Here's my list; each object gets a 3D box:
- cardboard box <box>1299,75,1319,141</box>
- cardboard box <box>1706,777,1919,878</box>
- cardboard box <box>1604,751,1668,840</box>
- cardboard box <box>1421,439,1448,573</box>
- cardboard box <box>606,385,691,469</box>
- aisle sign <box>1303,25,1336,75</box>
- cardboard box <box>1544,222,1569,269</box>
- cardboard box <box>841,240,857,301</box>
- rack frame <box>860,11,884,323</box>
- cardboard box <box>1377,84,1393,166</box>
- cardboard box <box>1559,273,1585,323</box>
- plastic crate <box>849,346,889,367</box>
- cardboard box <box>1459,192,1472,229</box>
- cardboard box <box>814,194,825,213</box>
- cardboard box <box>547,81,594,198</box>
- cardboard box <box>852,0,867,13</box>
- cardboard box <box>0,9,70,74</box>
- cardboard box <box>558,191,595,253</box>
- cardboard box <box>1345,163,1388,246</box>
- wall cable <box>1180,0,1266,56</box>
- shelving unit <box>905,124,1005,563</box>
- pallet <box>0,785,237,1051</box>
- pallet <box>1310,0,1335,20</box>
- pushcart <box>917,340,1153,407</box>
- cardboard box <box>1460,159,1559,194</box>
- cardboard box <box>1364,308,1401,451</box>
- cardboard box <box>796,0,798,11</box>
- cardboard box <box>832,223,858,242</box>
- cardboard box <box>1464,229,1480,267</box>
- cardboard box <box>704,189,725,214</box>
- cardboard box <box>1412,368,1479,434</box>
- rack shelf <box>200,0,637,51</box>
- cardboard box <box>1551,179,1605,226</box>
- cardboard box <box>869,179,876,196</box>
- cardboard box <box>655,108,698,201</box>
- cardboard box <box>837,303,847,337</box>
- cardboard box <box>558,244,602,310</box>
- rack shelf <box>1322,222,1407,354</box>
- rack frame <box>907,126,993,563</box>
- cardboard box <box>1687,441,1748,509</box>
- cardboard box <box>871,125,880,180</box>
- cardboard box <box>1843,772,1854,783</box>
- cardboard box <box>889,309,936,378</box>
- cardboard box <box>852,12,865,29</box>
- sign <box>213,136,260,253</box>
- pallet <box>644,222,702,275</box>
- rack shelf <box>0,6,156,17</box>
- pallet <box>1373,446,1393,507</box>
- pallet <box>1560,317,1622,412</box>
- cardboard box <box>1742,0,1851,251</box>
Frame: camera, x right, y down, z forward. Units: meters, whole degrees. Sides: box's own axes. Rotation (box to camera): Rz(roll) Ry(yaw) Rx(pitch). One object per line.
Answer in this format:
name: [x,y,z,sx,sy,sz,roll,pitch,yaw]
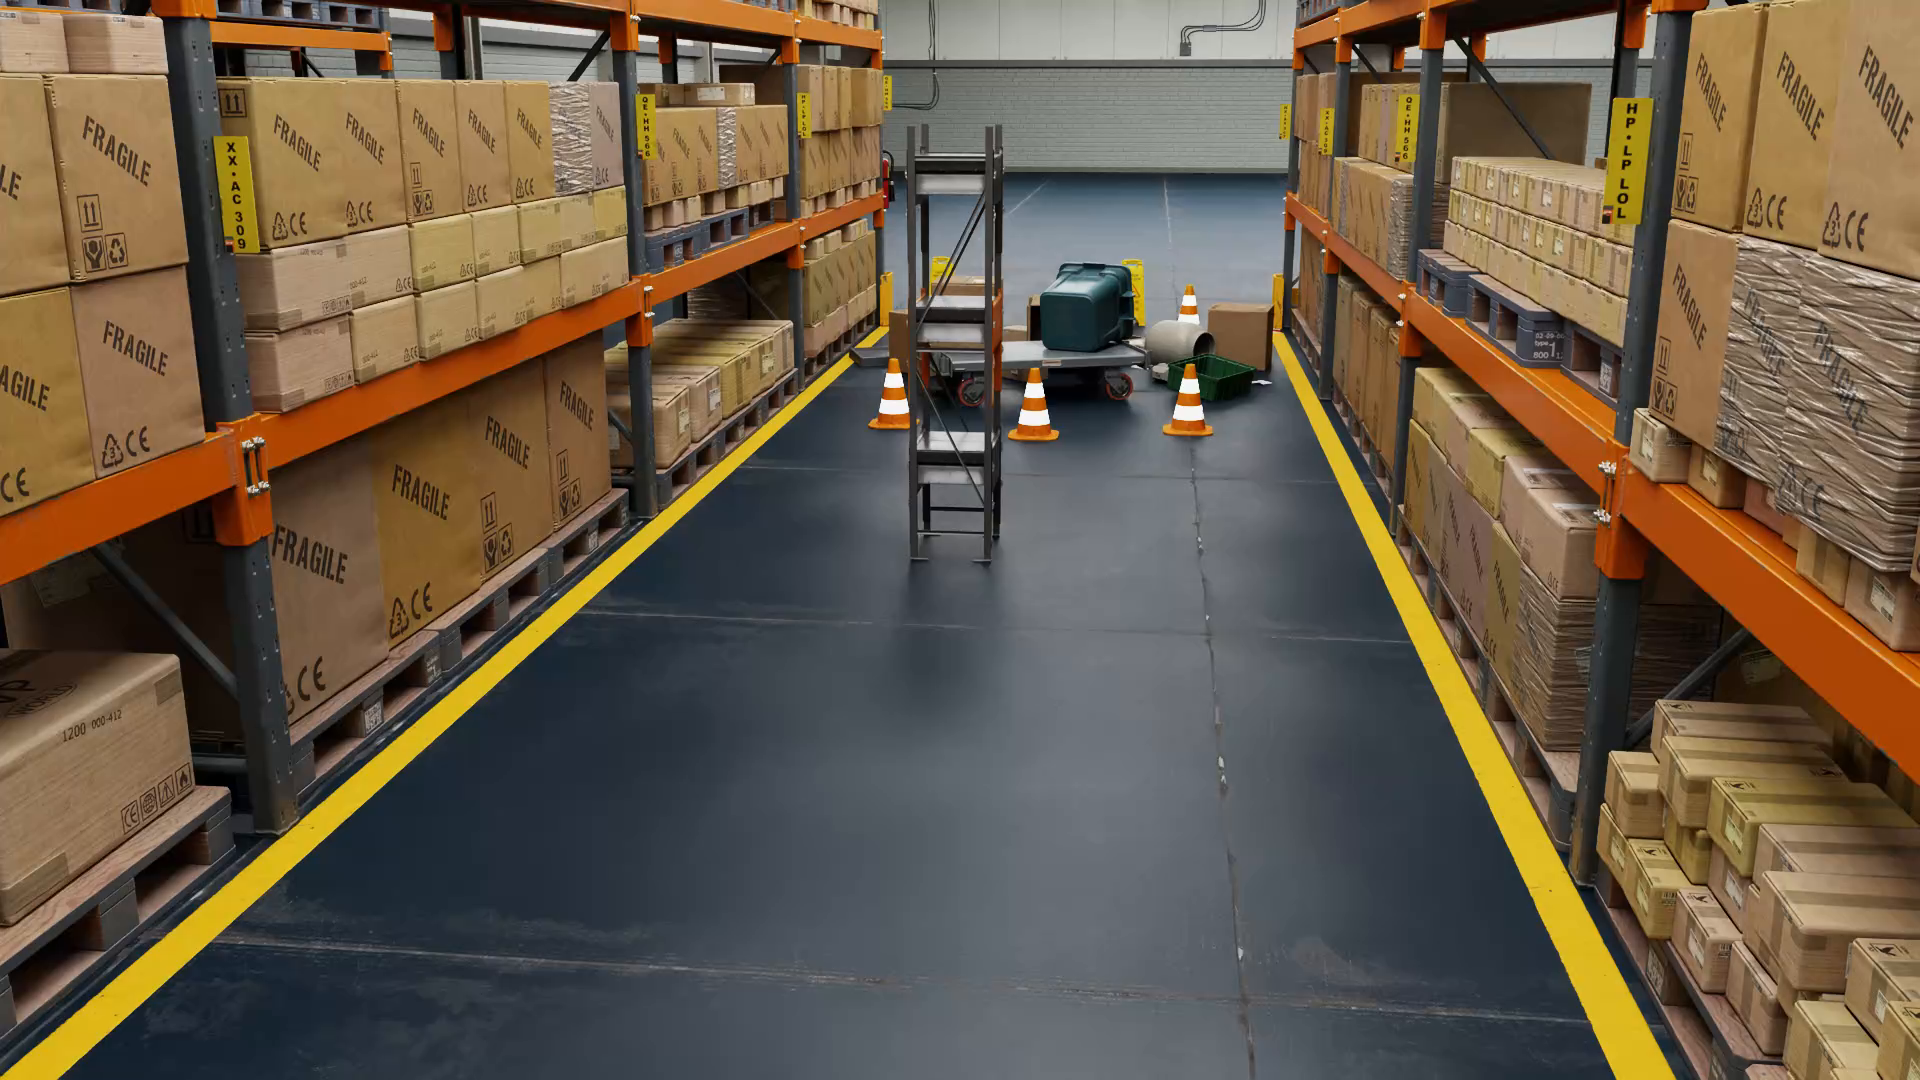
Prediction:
cardboard box: [3.419,-3.749,14.424,0.875,0.550,0.550,2,15,6]
cardboard box: [2.000,0.681,3.913,0.380,0.149,0.250,1,15,5]
cardboard box: [1.955,0.690,4.452,0.380,0.149,0.250,2,15,9]
cardboard box: [2.379,-0.152,7.461,0.500,0.500,0.500,2,15,7]
cardboard box: [-2.091,-0.662,9.594,0.950,0.372,0.625,1,15,2]
aisle sign: [3.378,-4.819,15.758,0.394,0.787,0.004,2,15,6]
cardboard box: [2.279,-1.030,5.831,0.380,0.149,0.250,1,15,3]
cardboard box: [-1.213,-2.412,14.864,0.500,0.500,0.500,1,15,5]
rack frame: [-1.262,-3.657,16.439,1.000,3.000,0.127,2,15,6]
cardboard box: [3.053,-2.637,10.561,0.700,0.500,0.500,2,15,7]
cardboard box: [2.249,-0.812,5.595,0.380,0.149,0.250,1,15,3]
plastic crate: [-0.721,-1.593,14.400,0.402,0.080,0.583,-4,16,-13]
cardboard box: [2.483,-1.497,7.560,0.380,0.149,0.250,2,15,9]
cardboard box: [-1.320,-2.770,13.642,0.380,0.149,0.250,2,15,8]
cardboard box: [-2.013,-1.838,7.604,0.500,0.500,0.500,2,15,7]
cardboard box: [-1.123,-4.905,15.027,0.500,0.250,0.500,1,15,5]
cardboard box: [-2.472,-1.234,4.129,0.380,0.149,0.250,2,15,8]
cardboard box: [-2.021,-1.485,7.735,0.500,0.250,0.500,1,15,5]
cardboard box: [2.775,-2.159,10.708,0.500,0.500,0.500,2,15,6]
wall cable: [7.294,-16.408,45.587,2.305,6.003,0.169,2,15,6]
shelving unit: [-0.019,-0.971,8.229,0.431,2.100,0.503,2,15,6]
pallet: [-2.779,0.997,4.572,1.003,0.211,1.213,2,15,6]
pallet: [3.460,-4.432,13.730,1.003,0.211,1.213,2,15,6]
pushcart: [0.558,-1.299,12.744,1.648,0.377,0.936,-4,16,-13]
cardboard box: [2.493,-1.647,7.543,0.380,0.149,0.250,1,15,5]
cardboard box: [3.019,-0.961,9.975,1.050,0.750,0.750,2,15,7]
cardboard box: [-1.431,-4.020,12.518,0.380,0.149,0.250,1,15,5]
cardboard box: [-1.131,-2.761,14.911,0.380,0.149,0.250,2,15,9]
cardboard box: [2.454,-1.294,7.378,0.380,0.149,0.250,2,15,9]
cardboard box: [-1.713,-2.160,10.580,0.380,0.149,0.250,2,15,8]
cardboard box: [2.447,-0.649,7.862,0.500,0.250,0.500,1,15,4]
rack shelf: [-2.390,-2.164,6.549,1.077,0.370,4.000,2,15,6]
cardboard box: [2.286,-1.172,5.786,0.380,0.149,0.250,1,15,4]
cardboard box: [-1.010,-3.363,15.834,0.380,0.149,0.250,2,15,6]
cardboard box: [-1.832,-2.222,9.566,0.500,0.500,0.500,2,15,9]
cardboard box: [-1.272,-1.916,14.465,0.500,0.250,0.500,1,15,6]
cardboard box: [-2.006,-1.238,7.780,0.500,0.250,0.500,2,15,7]
rack shelf: [2.991,-1.634,10.335,1.077,0.370,4.000,2,15,6]
rack frame: [-0.046,-0.907,7.995,0.400,2.100,0.015,2,15,6]
cardboard box: [2.002,-0.170,4.027,0.380,0.149,0.250,2,15,8]
cardboard box: [-1.049,-3.700,15.836,0.500,0.500,0.500,1,15,5]
cardboard box: [2.594,0.696,4.428,0.380,0.149,0.250,2,15,7]
cardboard box: [-0.240,-1.652,13.808,0.500,0.500,0.500,-14,20,-42]
cardboard box: [-1.083,-4.749,15.214,0.380,0.149,0.250,2,15,8]
sign: [-2.064,-0.985,4.746,0.100,0.325,0.005,2,15,6]
pallet: [-2.190,-1.677,9.486,1.213,0.211,1.003,2,15,6]
rack shelf: [-6.871,-3.347,10.923,1.077,0.370,4.000,2,15,6]
pallet: [2.929,-0.318,9.435,1.003,0.211,1.213,2,15,6]
pallet: [2.545,-0.526,5.229,1.003,0.211,1.213,2,15,6]
cardboard box: [1.978,-0.855,3.399,0.500,0.500,0.500,1,15,5]
